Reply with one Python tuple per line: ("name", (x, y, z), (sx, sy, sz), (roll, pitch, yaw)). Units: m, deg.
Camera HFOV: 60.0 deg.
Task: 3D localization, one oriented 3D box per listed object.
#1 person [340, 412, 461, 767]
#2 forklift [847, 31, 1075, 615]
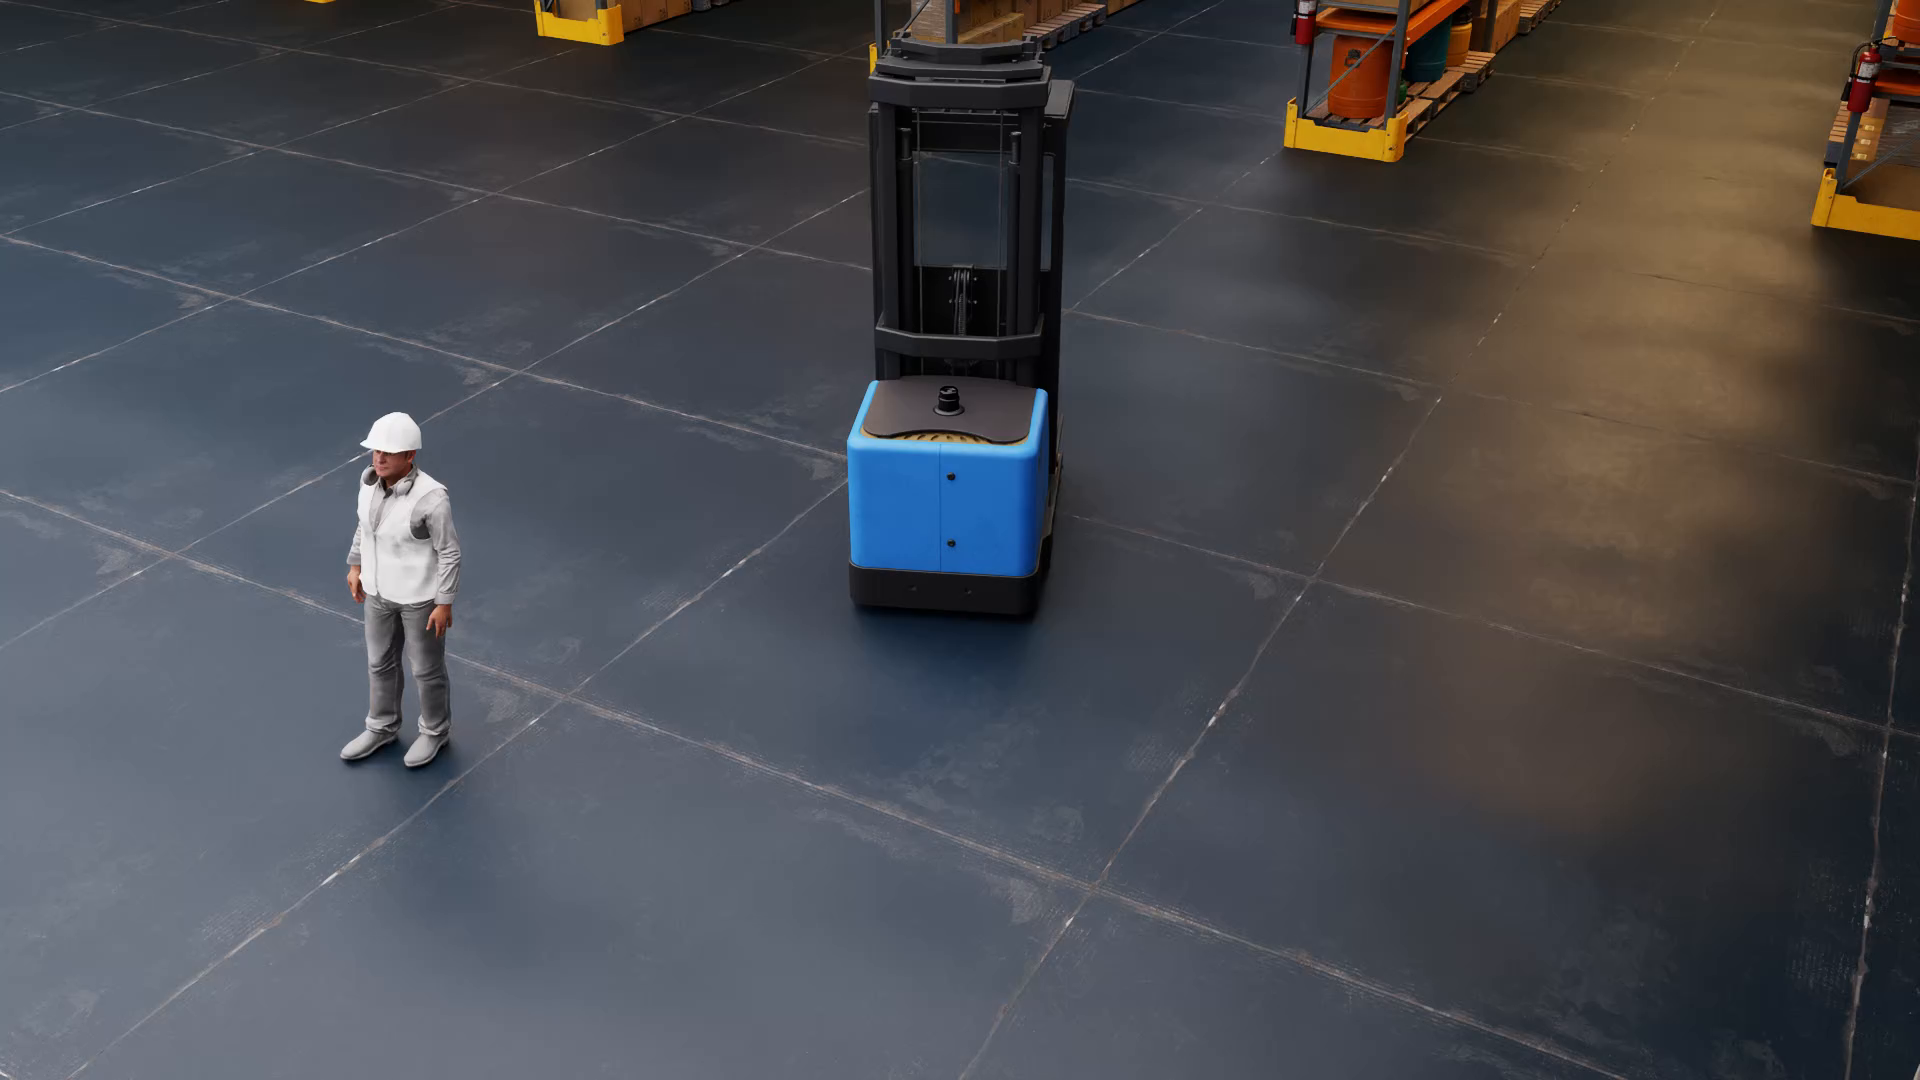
("person", (-2.640, 0.256, 7.769), (0.633, 1.774, 0.568), (16, 33, 25))
("forklift", (0.072, -1.572, 9.794), (1.130, 2.935, 3.031), (3, 30, 6))
